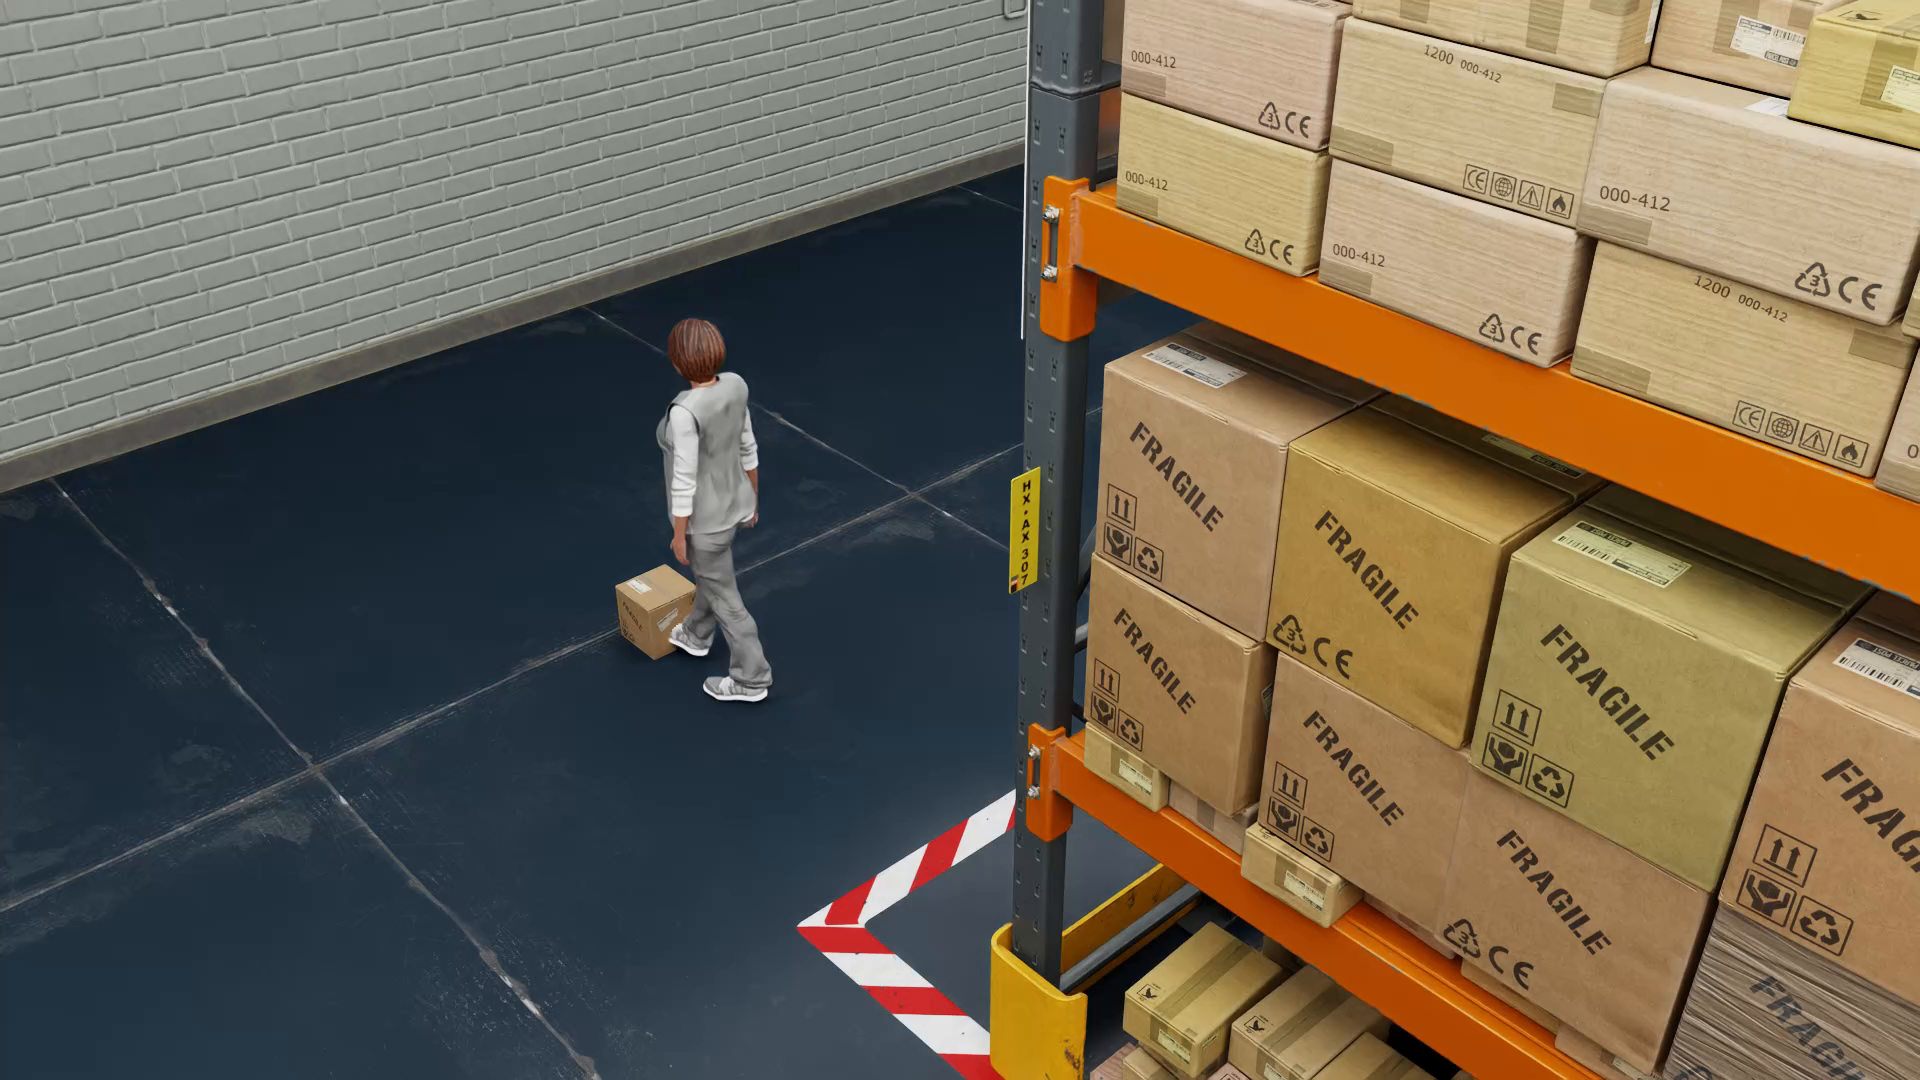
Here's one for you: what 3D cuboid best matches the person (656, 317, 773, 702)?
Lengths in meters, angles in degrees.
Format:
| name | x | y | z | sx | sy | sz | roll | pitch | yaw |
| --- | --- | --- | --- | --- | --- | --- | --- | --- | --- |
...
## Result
| name | x | y | z | sx | sy | sz | roll | pitch | yaw |
| --- | --- | --- | --- | --- | --- | --- | --- | --- | --- |
| person | -1.030 | -0.110 | 6.315 | 0.657 | 1.580 | 0.429 | 15 | 35 | 23 |
